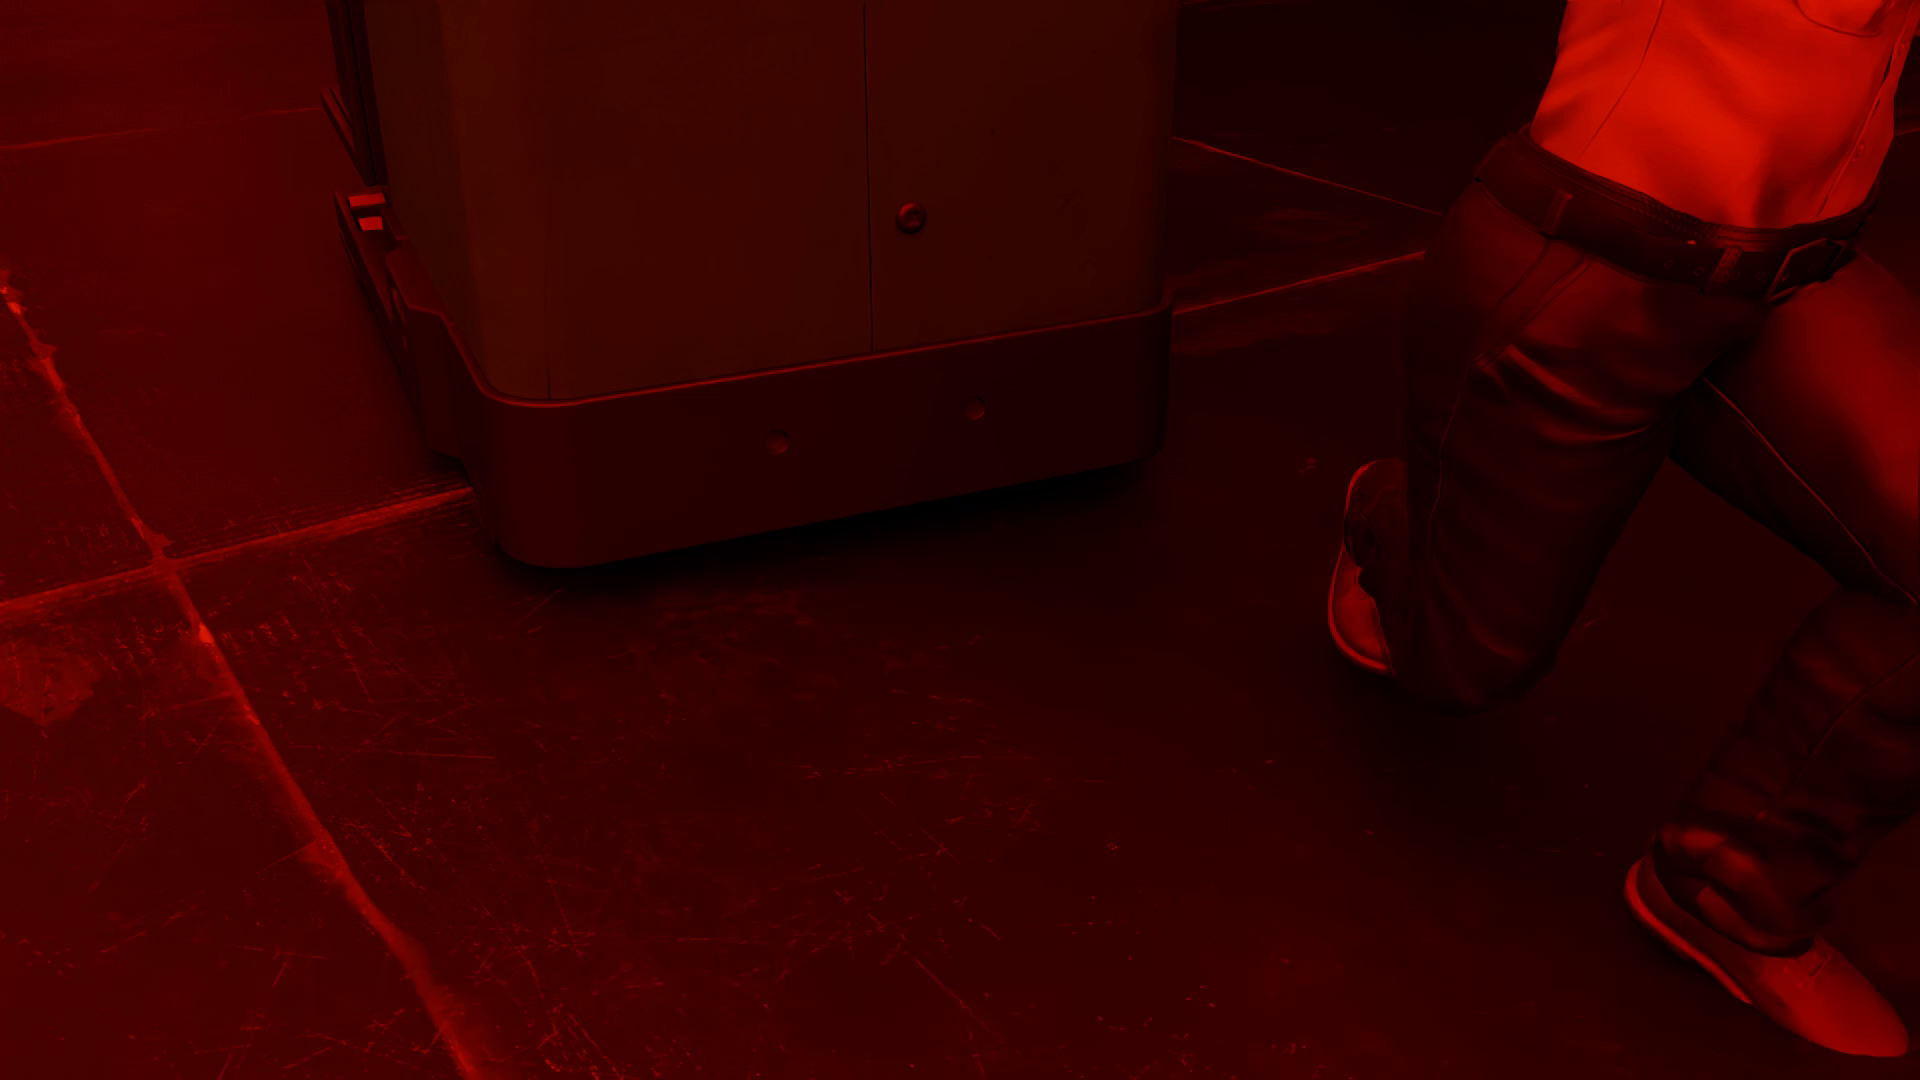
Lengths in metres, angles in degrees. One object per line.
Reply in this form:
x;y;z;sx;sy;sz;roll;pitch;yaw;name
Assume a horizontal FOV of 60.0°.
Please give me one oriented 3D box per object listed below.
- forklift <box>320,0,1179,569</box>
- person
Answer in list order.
-0.741;-1.906;3.031;1.130;2.935;3.031;-11;29;-22;forklift
0.760;-0.311;1.643;0.709;1.420;0.932;-14;30;-25;person
